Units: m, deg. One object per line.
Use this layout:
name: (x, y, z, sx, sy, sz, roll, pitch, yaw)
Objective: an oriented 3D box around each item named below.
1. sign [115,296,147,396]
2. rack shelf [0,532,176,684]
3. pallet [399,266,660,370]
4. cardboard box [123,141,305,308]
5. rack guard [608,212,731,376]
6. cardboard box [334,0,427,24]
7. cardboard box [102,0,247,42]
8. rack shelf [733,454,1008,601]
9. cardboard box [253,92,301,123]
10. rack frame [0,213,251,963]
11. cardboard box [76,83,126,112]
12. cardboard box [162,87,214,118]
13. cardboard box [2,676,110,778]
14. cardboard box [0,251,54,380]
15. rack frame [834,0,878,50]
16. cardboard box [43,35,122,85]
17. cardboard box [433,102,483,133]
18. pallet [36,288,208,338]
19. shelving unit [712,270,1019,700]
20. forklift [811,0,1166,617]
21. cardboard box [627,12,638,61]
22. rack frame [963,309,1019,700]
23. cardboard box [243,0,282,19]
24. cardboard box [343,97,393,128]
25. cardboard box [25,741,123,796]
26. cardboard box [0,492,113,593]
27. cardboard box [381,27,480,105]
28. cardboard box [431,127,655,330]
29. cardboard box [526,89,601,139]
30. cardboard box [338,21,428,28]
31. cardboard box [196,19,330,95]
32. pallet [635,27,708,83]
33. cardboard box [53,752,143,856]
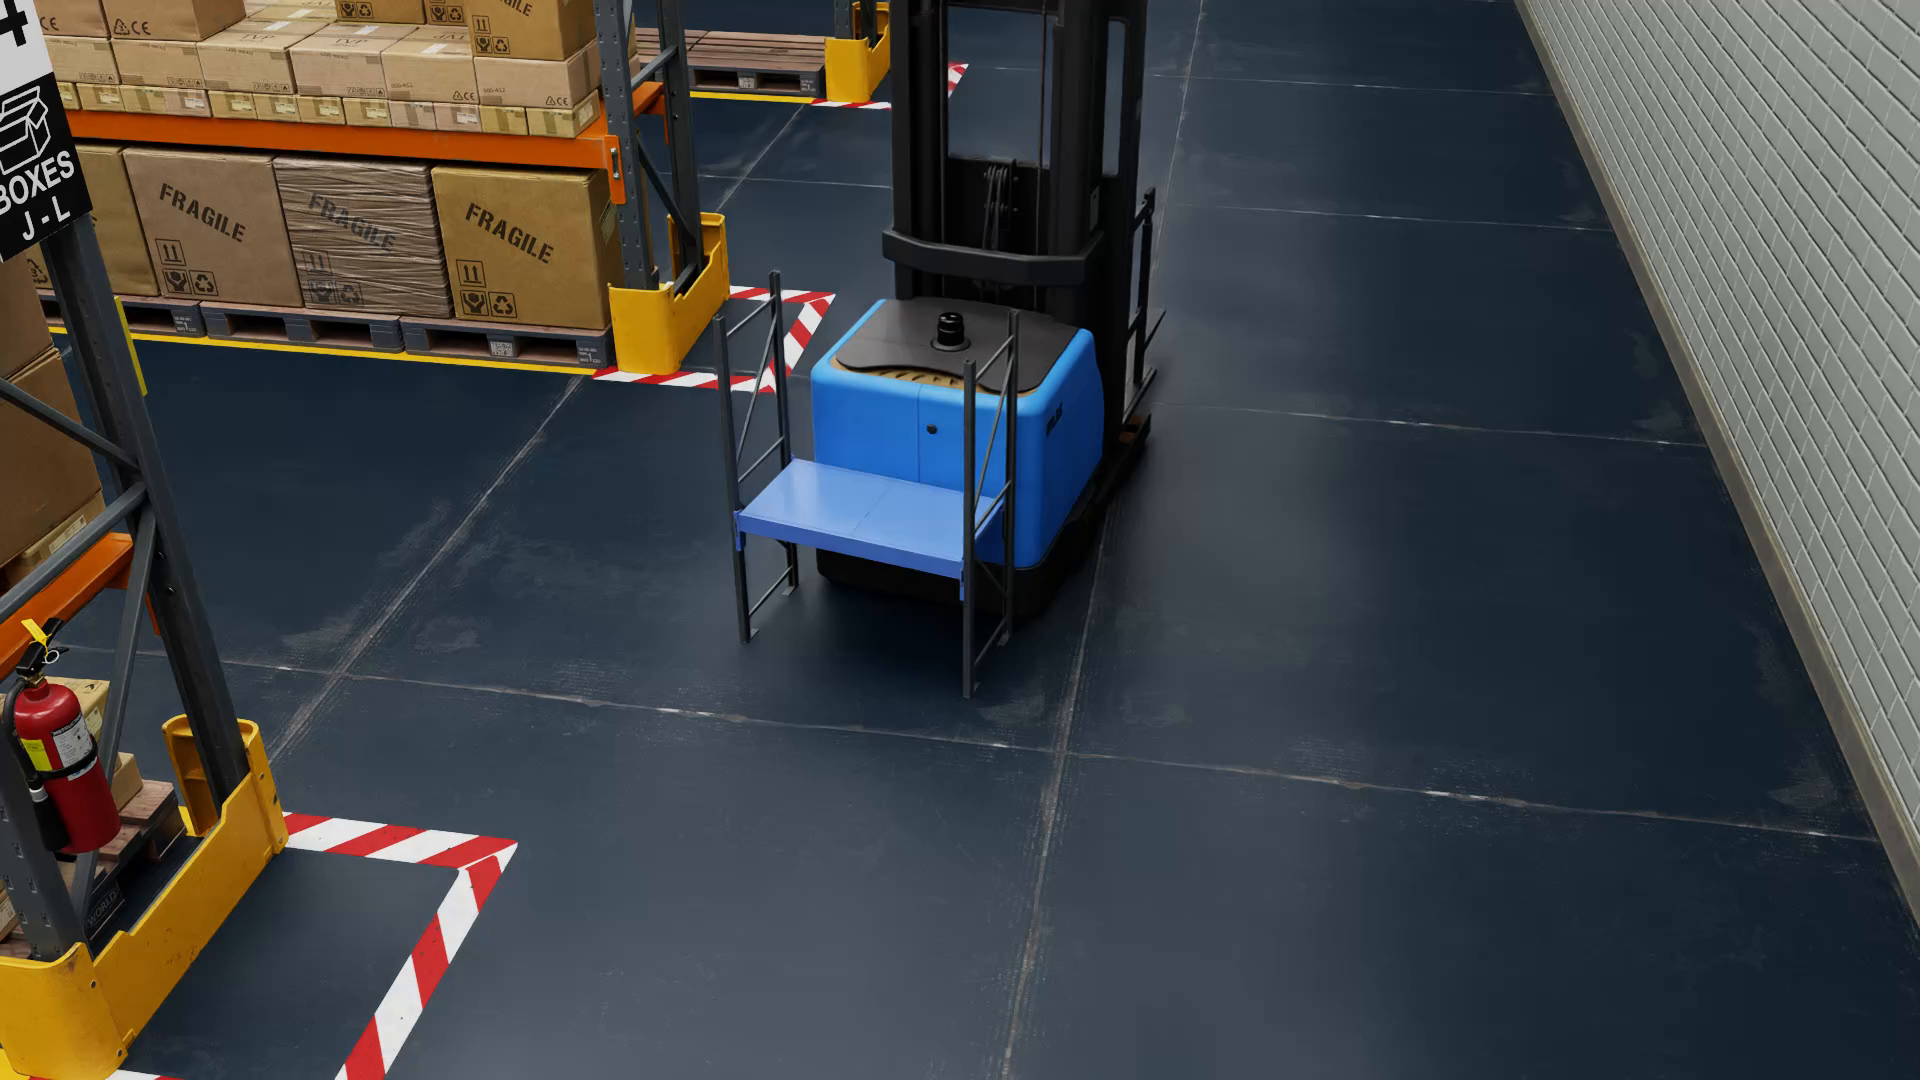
sign: (-2.521, -0.566, 5.010, 0.005, 0.325, 0.100, 5, 32, 8)
rack shelf: (-4.584, 0.212, 5.263, 4.000, 0.370, 1.077, 5, 32, 8)
pallet: (-2.479, -1.348, 9.705, 1.213, 0.211, 1.003, 5, 32, 8)
cardboard box: (-4.097, -1.953, 9.650, 0.875, 0.875, 0.875, 5, 32, 8)
rack guard: (-1.654, -1.438, 9.576, 0.348, 0.500, 1.175, 5, 32, 8)
cardboard box: (-3.110, -3.152, 9.113, 0.500, 0.500, 0.500, 4, 32, 7)
cardboard box: (-4.194, -2.969, 8.820, 0.500, 0.500, 0.500, 4, 32, 7)
rack shelf: (-0.353, -0.064, 6.778, 1.000, 0.185, 0.538, 12, 34, 18)
cardboard box: (-3.591, -2.390, 8.977, 0.250, 0.149, 0.380, 6, 33, 9)
rack frame: (-2.612, 0.085, 4.787, 0.127, 3.000, 1.000, 5, 32, 8)
cardboard box: (-4.607, -2.481, 9.123, 0.250, 0.149, 0.380, 4, 32, 7)
cardboard box: (-4.108, -2.435, 9.049, 0.250, 0.149, 0.380, 6, 32, 9)
cardboard box: (-3.071, 0.639, 5.632, 0.250, 0.149, 0.380, 4, 32, 6)
cardboard box: (-3.010, -0.686, 4.702, 0.500, 0.500, 0.500, 5, 32, 8)
rack frame: (-0.845, -5.090, 13.055, 0.127, 3.000, 1.000, 5, 32, 8)
cardboard box: (-4.712, -2.693, 9.087, 0.500, 0.250, 0.500, 5, 32, 8)
cardboard box: (-2.589, -2.298, 8.832, 0.250, 0.149, 0.380, 5, 32, 8)
pallet: (-4.885, -1.566, 10.053, 1.213, 0.211, 1.003, 5, 32, 8)
shelving unit: (-0.353, -0.217, 6.683, 1.048, 1.500, 0.538, 12, 34, 18)
forklift: (0.338, -1.688, 7.685, 1.130, 2.935, 3.031, 11, 34, 17)
cardboard box: (-2.106, -2.746, 9.172, 0.500, 0.250, 0.500, 4, 32, 7)
rack frame: (0.119, -0.117, 6.523, 0.032, 1.500, 0.500, 12, 34, 18)
cardboard box: (-4.128, -2.927, 9.460, 0.500, 0.250, 0.500, 6, 33, 9)
cardboard box: (-3.091, -2.343, 8.903, 0.250, 0.149, 0.380, 4, 32, 7)
cardboard box: (-3.085, 0.808, 5.642, 0.250, 0.149, 0.380, 6, 33, 10)
cardboard box: (-2.876, -0.009, 5.173, 0.250, 0.149, 0.380, 5, 32, 8)
cardboard box: (-2.700, -2.512, 8.798, 0.500, 0.250, 0.500, 5, 32, 7)
cardboard box: (-2.322, -1.793, 9.393, 0.875, 0.875, 0.875, 5, 32, 8)
cardboard box: (-2.084, -2.253, 8.759, 0.250, 0.149, 0.380, 6, 33, 9)
cardboard box: (-3.114, -2.836, 9.315, 0.500, 0.250, 0.500, 4, 32, 7)
cardboard box: (-3.716, -2.602, 8.941, 0.500, 0.250, 0.500, 5, 32, 8)
pallet: (-2.850, -4.112, 14.121, 1.213, 0.211, 1.003, 5, 32, 8)
cardboard box: (-3.075, 0.901, 5.774, 0.250, 0.149, 0.380, 6, 33, 9)
